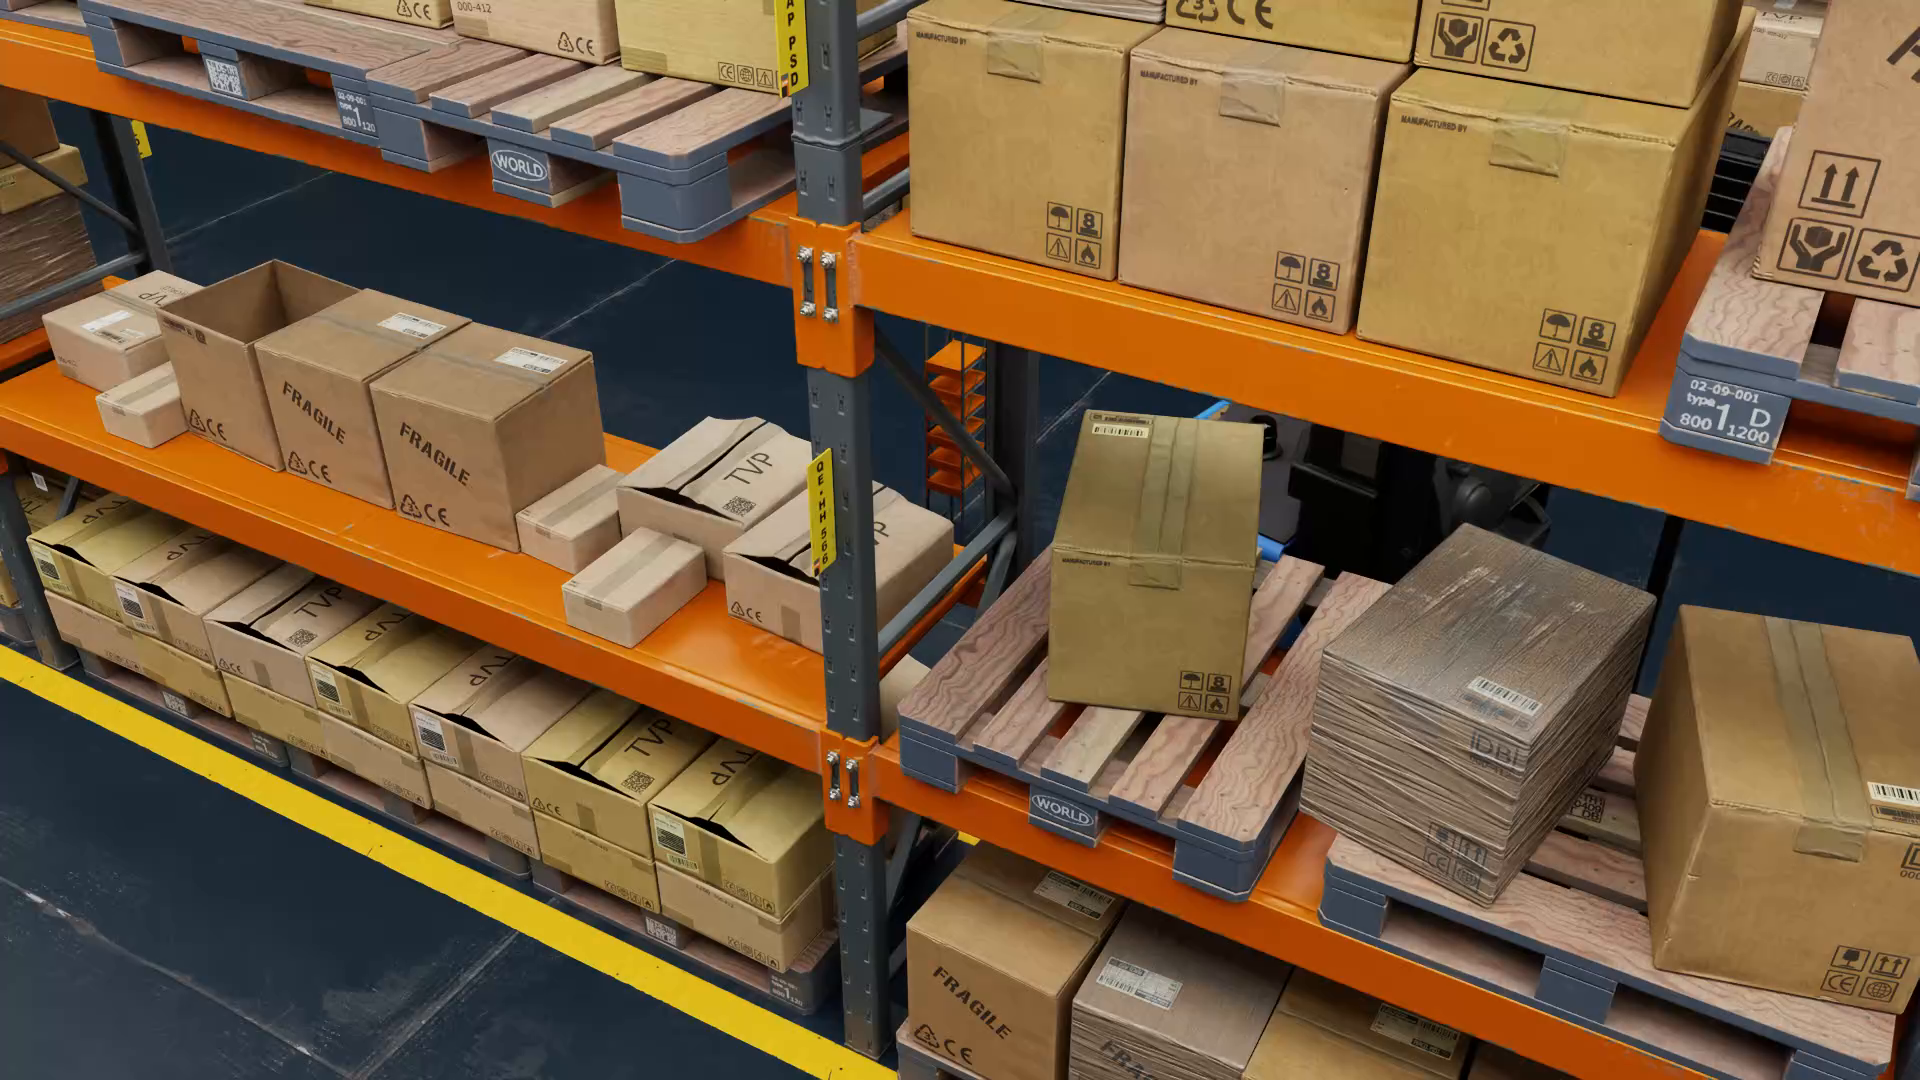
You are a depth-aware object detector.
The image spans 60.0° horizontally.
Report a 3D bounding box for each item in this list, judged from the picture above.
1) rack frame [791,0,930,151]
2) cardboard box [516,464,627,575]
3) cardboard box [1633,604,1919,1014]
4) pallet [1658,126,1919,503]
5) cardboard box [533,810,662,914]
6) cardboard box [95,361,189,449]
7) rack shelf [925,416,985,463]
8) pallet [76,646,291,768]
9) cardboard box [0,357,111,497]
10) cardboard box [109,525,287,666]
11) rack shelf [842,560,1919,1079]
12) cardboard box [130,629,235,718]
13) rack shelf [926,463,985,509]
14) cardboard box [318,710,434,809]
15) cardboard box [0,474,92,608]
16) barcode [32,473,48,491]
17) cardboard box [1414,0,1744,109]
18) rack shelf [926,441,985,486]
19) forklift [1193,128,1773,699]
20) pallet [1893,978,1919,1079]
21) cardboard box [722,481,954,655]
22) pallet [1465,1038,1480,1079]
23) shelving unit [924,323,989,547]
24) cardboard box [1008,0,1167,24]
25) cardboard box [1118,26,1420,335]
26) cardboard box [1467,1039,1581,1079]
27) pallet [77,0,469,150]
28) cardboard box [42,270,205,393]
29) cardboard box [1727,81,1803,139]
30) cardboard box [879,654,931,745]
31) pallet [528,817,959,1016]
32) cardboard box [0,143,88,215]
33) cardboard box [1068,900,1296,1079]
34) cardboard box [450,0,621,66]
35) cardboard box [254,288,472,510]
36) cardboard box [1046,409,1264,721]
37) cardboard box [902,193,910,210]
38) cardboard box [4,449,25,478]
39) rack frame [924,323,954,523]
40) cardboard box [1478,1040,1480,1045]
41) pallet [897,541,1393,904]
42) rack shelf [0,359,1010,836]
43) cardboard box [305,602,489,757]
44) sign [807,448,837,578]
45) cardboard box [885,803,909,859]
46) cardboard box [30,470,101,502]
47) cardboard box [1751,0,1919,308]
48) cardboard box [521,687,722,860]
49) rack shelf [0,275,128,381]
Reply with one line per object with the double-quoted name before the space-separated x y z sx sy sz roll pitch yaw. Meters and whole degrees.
"rack frame" -0.067 -2.348 3.157 0.127 3.000 1.000 18 37 24
"cardboard box" -1.203 -0.070 5.375 0.250 0.149 0.380 21 39 28
"cardboard box" 1.841 0.577 3.708 0.500 0.500 0.700 8 35 12
"pallet" 1.972 -0.418 3.134 1.003 0.211 1.213 18 37 24
"cardboard box" -1.094 0.952 5.717 0.500 0.250 0.500 17 37 24
"cardboard box" -2.872 -0.504 6.027 0.250 0.149 0.380 18 37 24
"rack shelf" -0.013 -0.466 7.448 0.180 0.103 0.258 18 37 24
"pallet" -2.881 0.394 6.968 1.213 0.211 1.003 18 37 24
"cardboard box" -3.788 -0.571 7.327 0.500 0.500 0.500 18 37 24
"cardboard box" -2.873 0.159 6.401 0.500 0.311 0.500 17 37 24
"rack shelf" 1.669 0.999 4.193 4.000 0.370 1.077 18 37 24
"cardboard box" -2.870 0.390 6.559 0.500 0.250 0.500 19 38 26
"rack shelf" -0.013 -0.267 7.581 0.180 0.103 0.258 18 37 24
"cardboard box" -1.978 0.672 6.137 0.500 0.250 0.500 18 38 25
"cardboard box" -4.051 -0.003 7.151 0.500 0.250 0.500 18 37 24
"barcode" -3.525 -0.223 6.370 0.075 0.075 0.001 18 37 24
"cardboard box" 1.194 -1.153 3.077 0.500 0.500 0.500 18 37 24
"rack shelf" -0.013 -0.367 7.515 0.180 0.103 0.258 18 37 24
"forklift" 1.967 -0.231 5.453 3.031 2.935 1.130 26 42 34
"pallet" 2.766 1.057 3.630 1.213 0.211 1.003 18 37 24
"cardboard box" -0.361 0.065 5.026 0.500 0.311 0.500 20 39 27
"pallet" 1.617 1.870 4.752 1.213 0.211 1.003 18 37 24
"shelving unit" -0.013 -0.503 7.423 0.189 1.200 0.258 18 37 24
"cardboard box" 0.308 -1.434 3.499 0.500 0.500 0.500 18 37 24
"cardboard box" 0.771 -0.897 3.594 0.500 0.500 0.910 18 37 24
"cardboard box" 1.532 1.692 4.361 0.500 0.500 0.500 16 37 23
"pallet" -1.673 -1.470 4.716 1.213 0.211 1.003 19 38 27
"cardboard box" -3.091 -0.774 6.341 0.500 0.250 0.500 20 39 27
"cardboard box" 3.562 -1.867 7.471 0.500 0.500 0.500 17 37 24
"cardboard box" -0.376 0.600 5.738 0.500 0.311 0.500 19 38 26
"pallet" -0.763 1.065 5.961 1.213 0.211 1.003 18 37 24
"cardboard box" -3.677 -1.429 6.515 0.250 0.149 0.380 18 37 24
"cardboard box" 0.643 1.411 4.784 0.500 0.500 0.500 16 37 23
"cardboard box" -0.953 -1.445 4.263 0.500 0.250 0.500 19 38 26
"cardboard box" -1.989 -0.491 5.690 0.500 0.500 0.500 18 38 24
"cardboard box" 0.535 0.052 4.497 0.500 0.500 0.700 6 34 9
"cardboard box" 0.035 -2.166 10.155 0.500 0.500 0.700 17 37 23
"cardboard box" -4.480 -0.459 7.158 0.500 0.500 0.500 18 37 24
"rack frame" -0.092 -0.529 7.461 0.006 1.200 0.240 18 37 24
"cardboard box" 1.769 1.435 4.748 0.500 0.500 0.500 16 37 23
"pallet" 0.556 0.382 4.643 1.003 0.211 1.213 18 37 24
"rack shelf" -1.804 -0.101 5.845 4.000 0.370 1.077 18 37 24
"cardboard box" -1.970 0.441 5.977 0.500 0.311 0.500 19 38 26
"sign" -0.340 -0.065 4.096 0.005 0.325 0.100 18 37 24
"cardboard box" -0.376 0.834 5.894 0.500 0.250 0.500 17 37 24
"cardboard box" -3.792 -0.255 7.528 0.500 0.250 0.500 18 37 24
"cardboard box" 1.845 -0.797 2.974 0.600 0.600 0.600 16 37 23
"cardboard box" -1.099 0.720 5.558 0.500 0.311 0.500 17 37 24
"rack shelf" -5.277 -1.201 7.497 4.000 0.370 1.077 18 37 24
